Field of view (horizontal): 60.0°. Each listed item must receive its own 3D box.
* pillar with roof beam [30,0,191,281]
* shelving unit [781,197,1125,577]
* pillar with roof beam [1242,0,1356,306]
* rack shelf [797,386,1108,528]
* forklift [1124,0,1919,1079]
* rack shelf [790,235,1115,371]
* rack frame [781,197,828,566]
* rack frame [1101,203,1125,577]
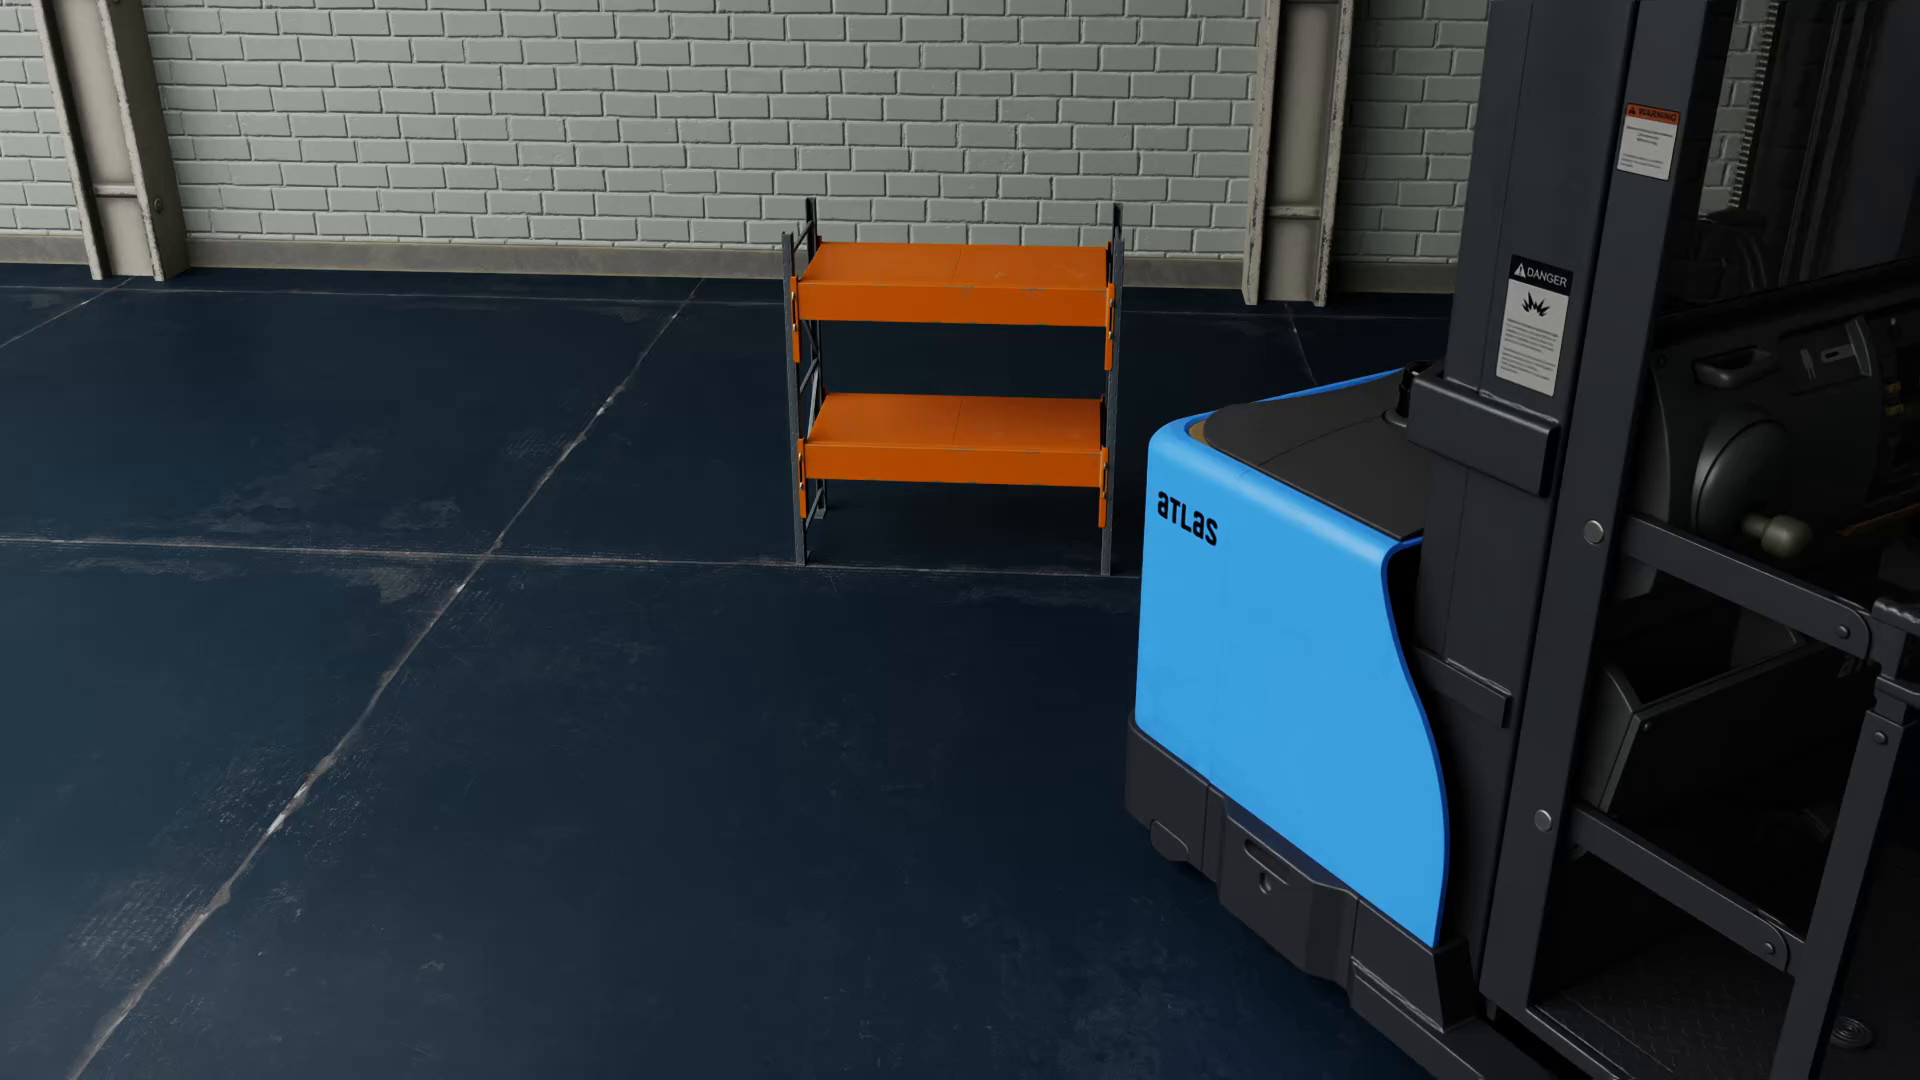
[{"bbox_3d":[-4.674,-3.719,3.067,0.400,9.000,9.100,2,25,4],"label":"pillar with roof beam"},{"bbox_3d":[-0.007,-0.511,5.515,1.048,1.125,0.538,2,25,4],"label":"shelving unit"},{"bbox_3d":[1.309,-3.527,2.649,0.400,9.000,9.100,2,25,4],"label":"pillar with roof beam"},{"bbox_3d":[-0.007,-0.289,5.618,1.000,0.278,0.538,2,25,4],"label":"rack shelf"},{"bbox_3d":[1.598,-0.194,2.666,1.130,2.935,3.031,-14,28,-28],"label":"forklift"},{"bbox_3d":[-0.007,-0.777,5.393,1.000,0.278,0.538,2,25,4],"label":"rack shelf"},{"bbox_3d":[-0.514,-0.527,5.551,0.032,1.125,0.500,2,25,4],"label":"rack frame"},{"bbox_3d":[0.500,-0.495,5.480,0.032,1.125,0.500,2,25,4],"label":"rack frame"}]
